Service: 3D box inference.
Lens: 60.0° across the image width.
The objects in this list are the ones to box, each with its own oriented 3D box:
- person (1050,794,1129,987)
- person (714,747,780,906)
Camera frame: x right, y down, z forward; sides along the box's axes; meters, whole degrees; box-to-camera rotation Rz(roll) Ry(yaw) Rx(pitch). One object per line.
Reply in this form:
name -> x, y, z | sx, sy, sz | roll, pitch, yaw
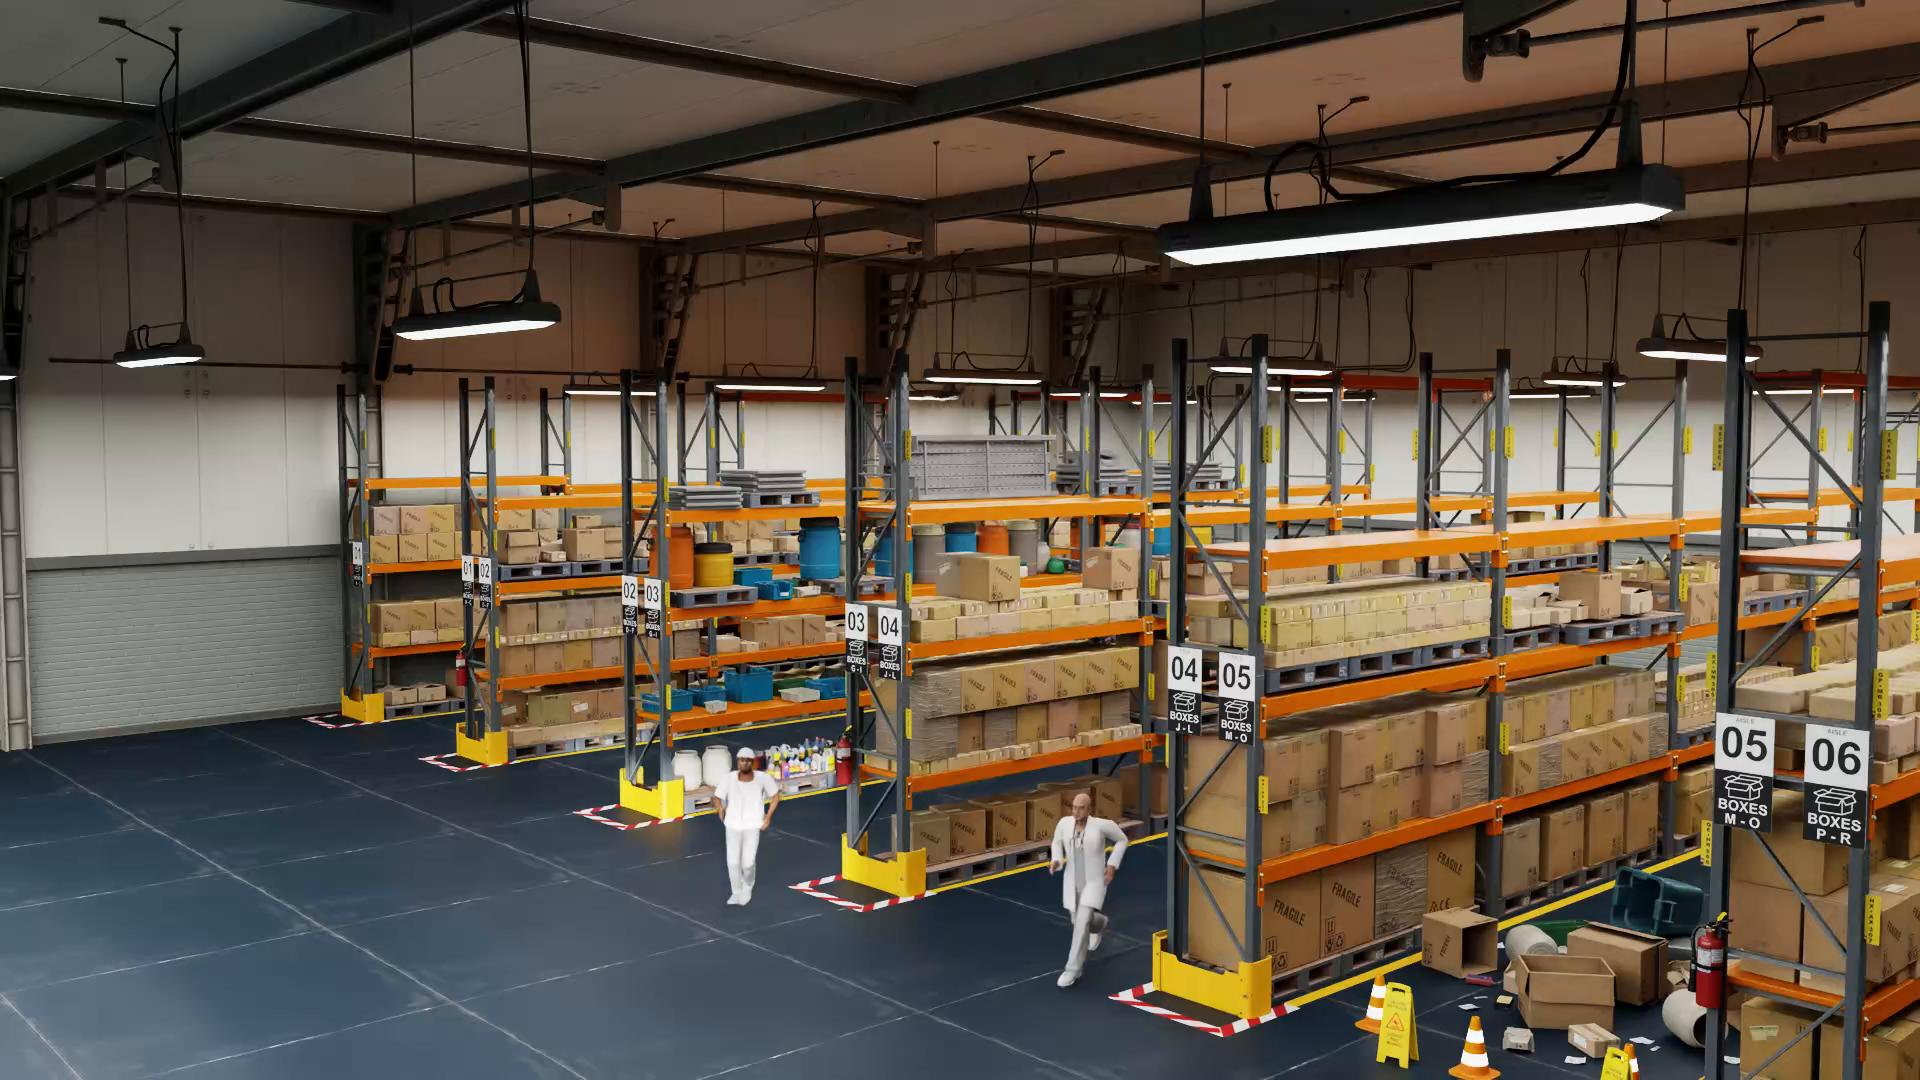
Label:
person -> 1.222, 3.358, 15.847 | 0.736, 1.567, 1.050 | 2, 4, 26
person -> -2.339, 3.109, 17.997 | 0.698, 1.732, 0.594 | 0, 4, 5
